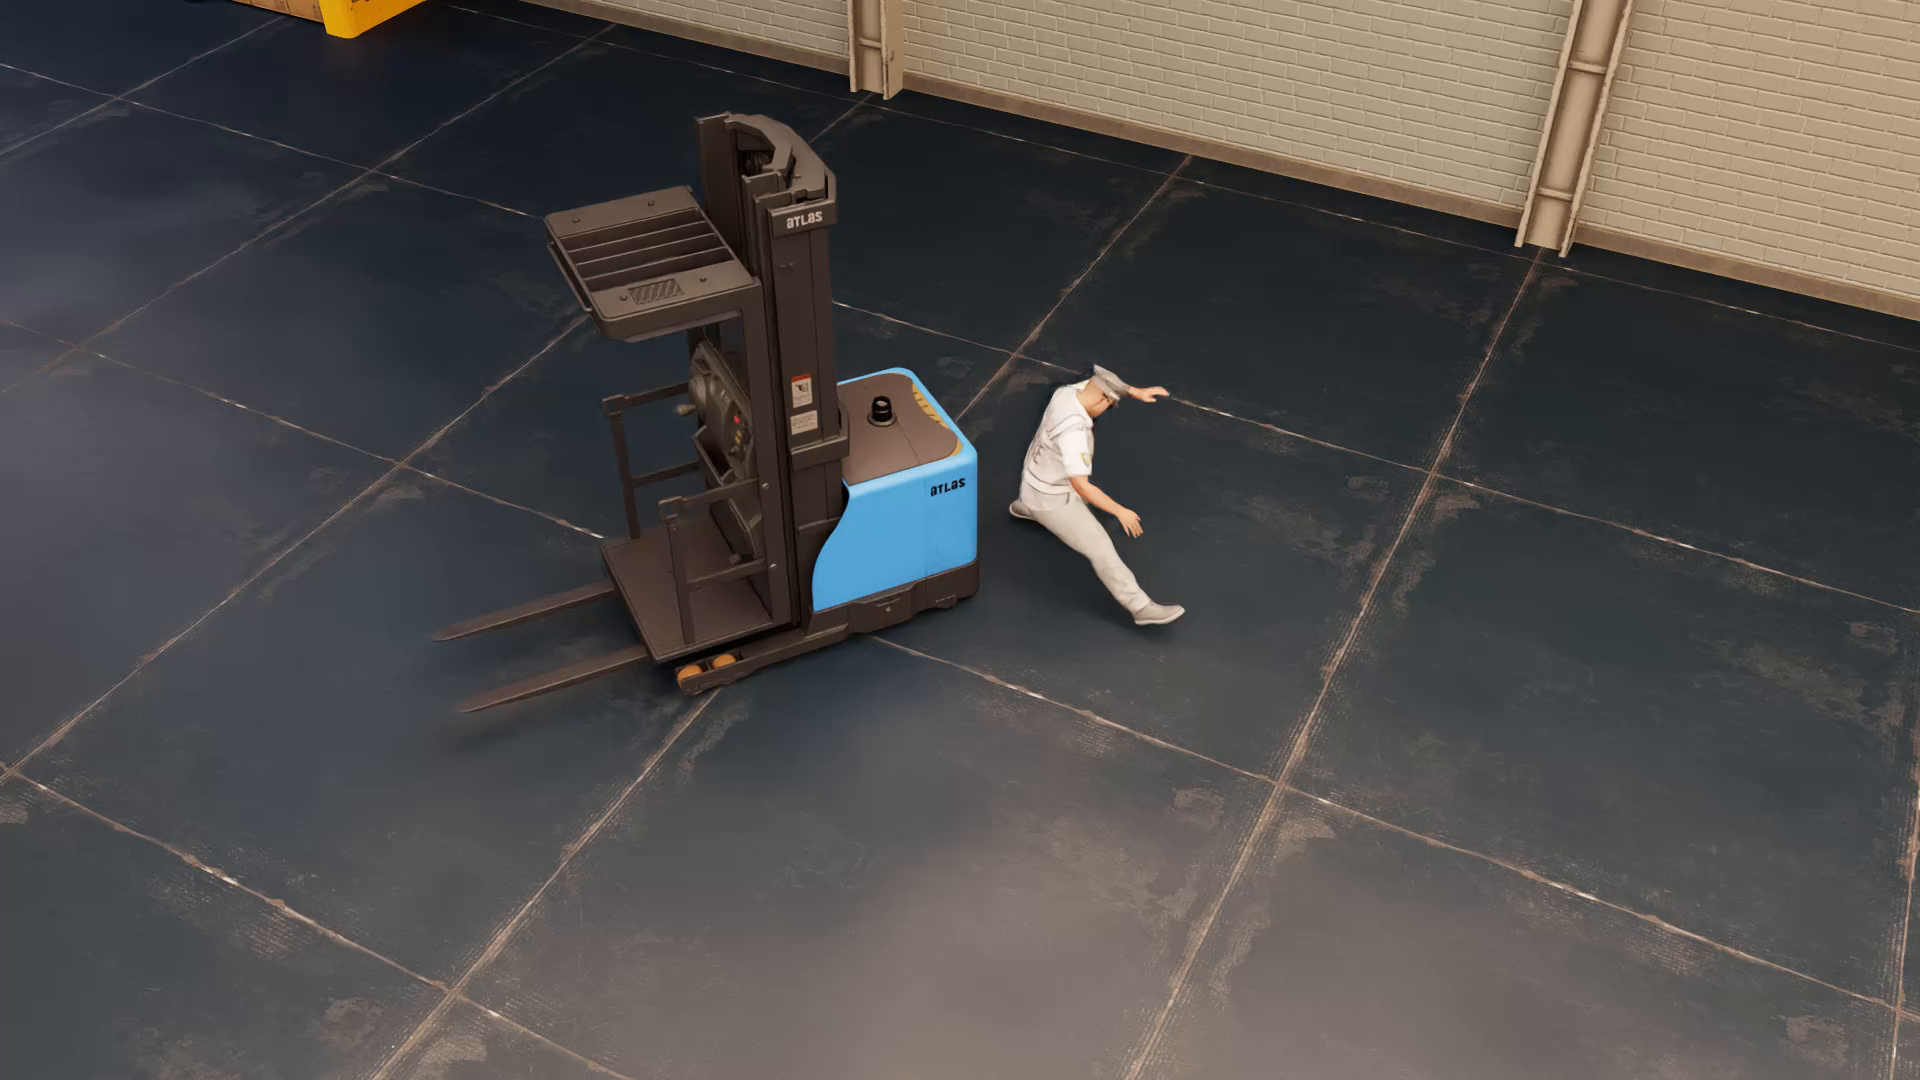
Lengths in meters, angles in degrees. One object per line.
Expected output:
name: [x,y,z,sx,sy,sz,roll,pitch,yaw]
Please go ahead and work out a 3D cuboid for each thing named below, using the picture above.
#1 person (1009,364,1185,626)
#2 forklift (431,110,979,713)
person: [0.802,-0.337,9.580,1.104,1.464,1.134,5,40,6]
forklift: [-1.445,-0.650,8.759,3.031,2.935,1.130,-17,43,-19]
